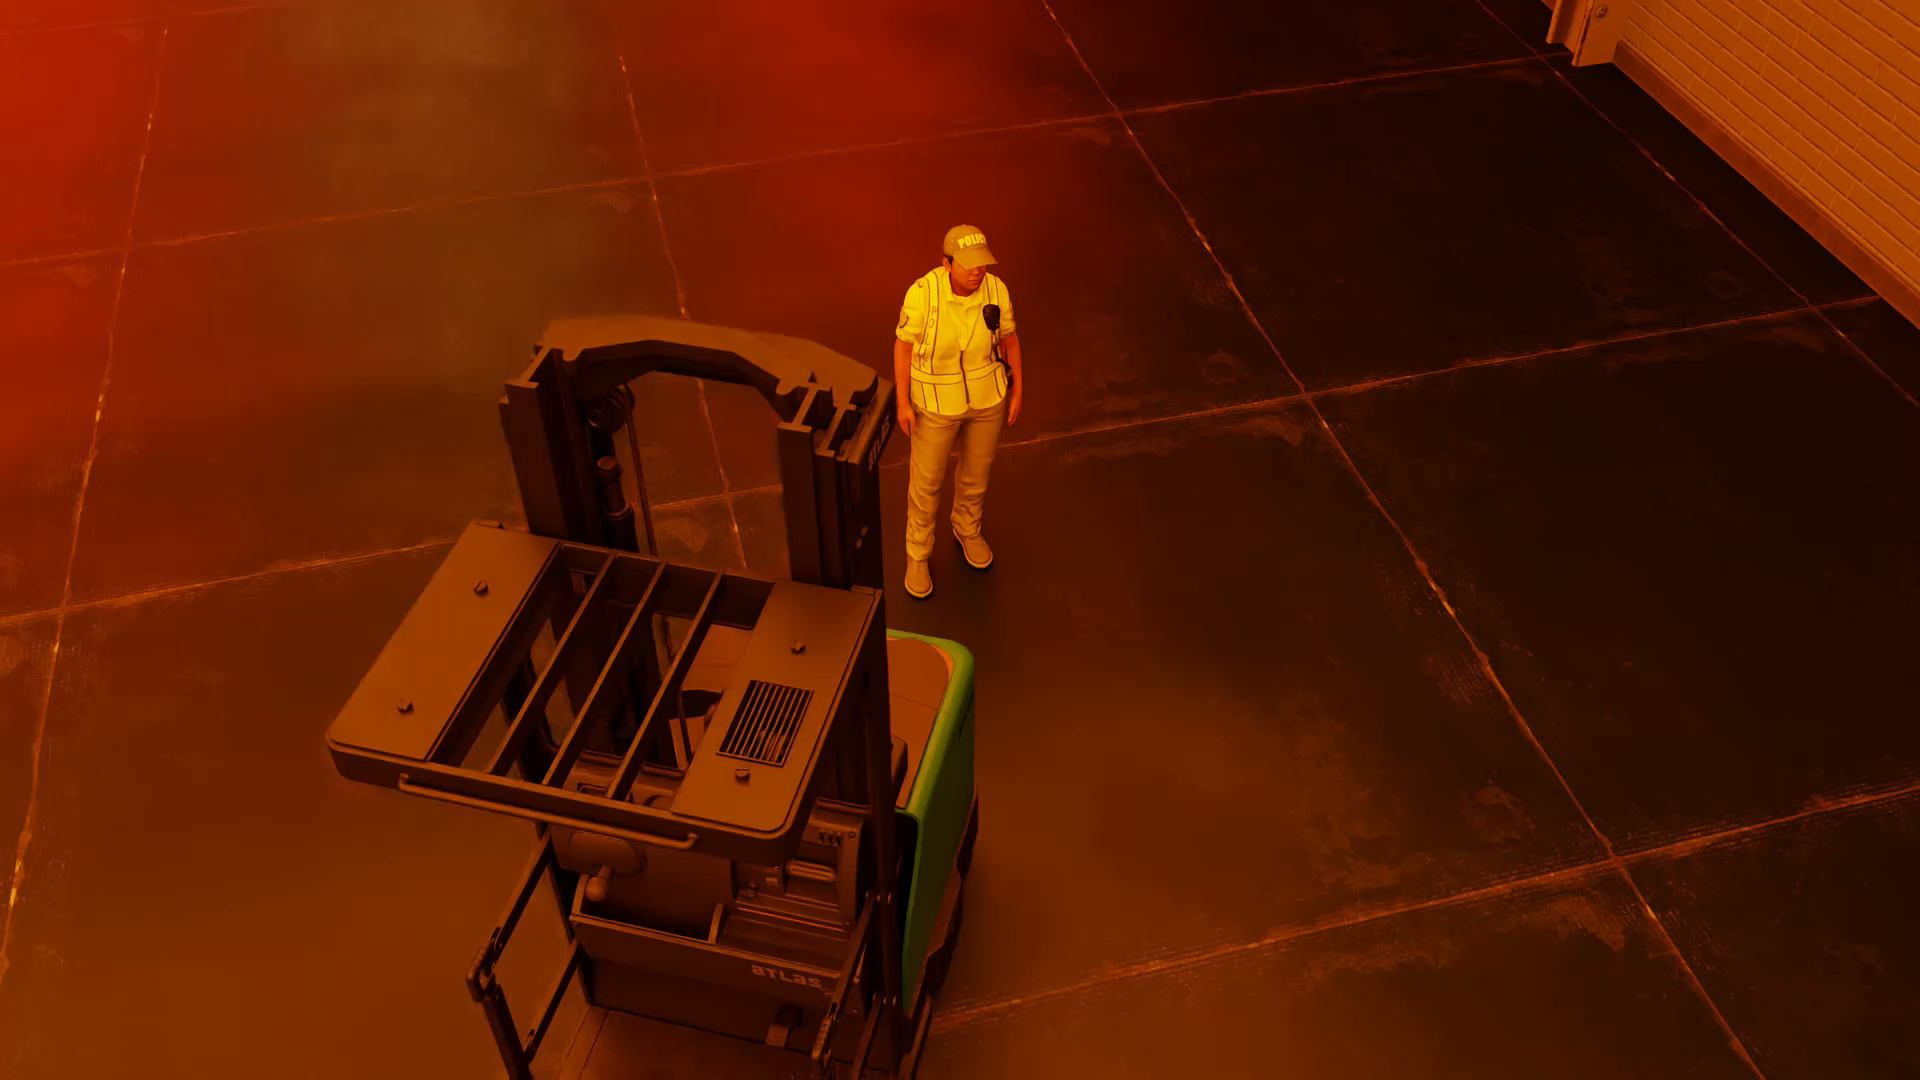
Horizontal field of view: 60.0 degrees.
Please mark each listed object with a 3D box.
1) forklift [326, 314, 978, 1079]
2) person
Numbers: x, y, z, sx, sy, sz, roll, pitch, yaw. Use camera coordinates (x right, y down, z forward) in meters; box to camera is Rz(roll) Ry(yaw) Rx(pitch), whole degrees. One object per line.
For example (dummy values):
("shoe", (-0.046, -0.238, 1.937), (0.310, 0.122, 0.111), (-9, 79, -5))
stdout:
("forklift", (-0.784, 0.981, 4.607), (1.130, 2.935, 3.031), (10, 44, 10))
("person", (-0.003, -0.556, 7.144), (0.598, 1.670, 0.529), (-10, 44, -11))
